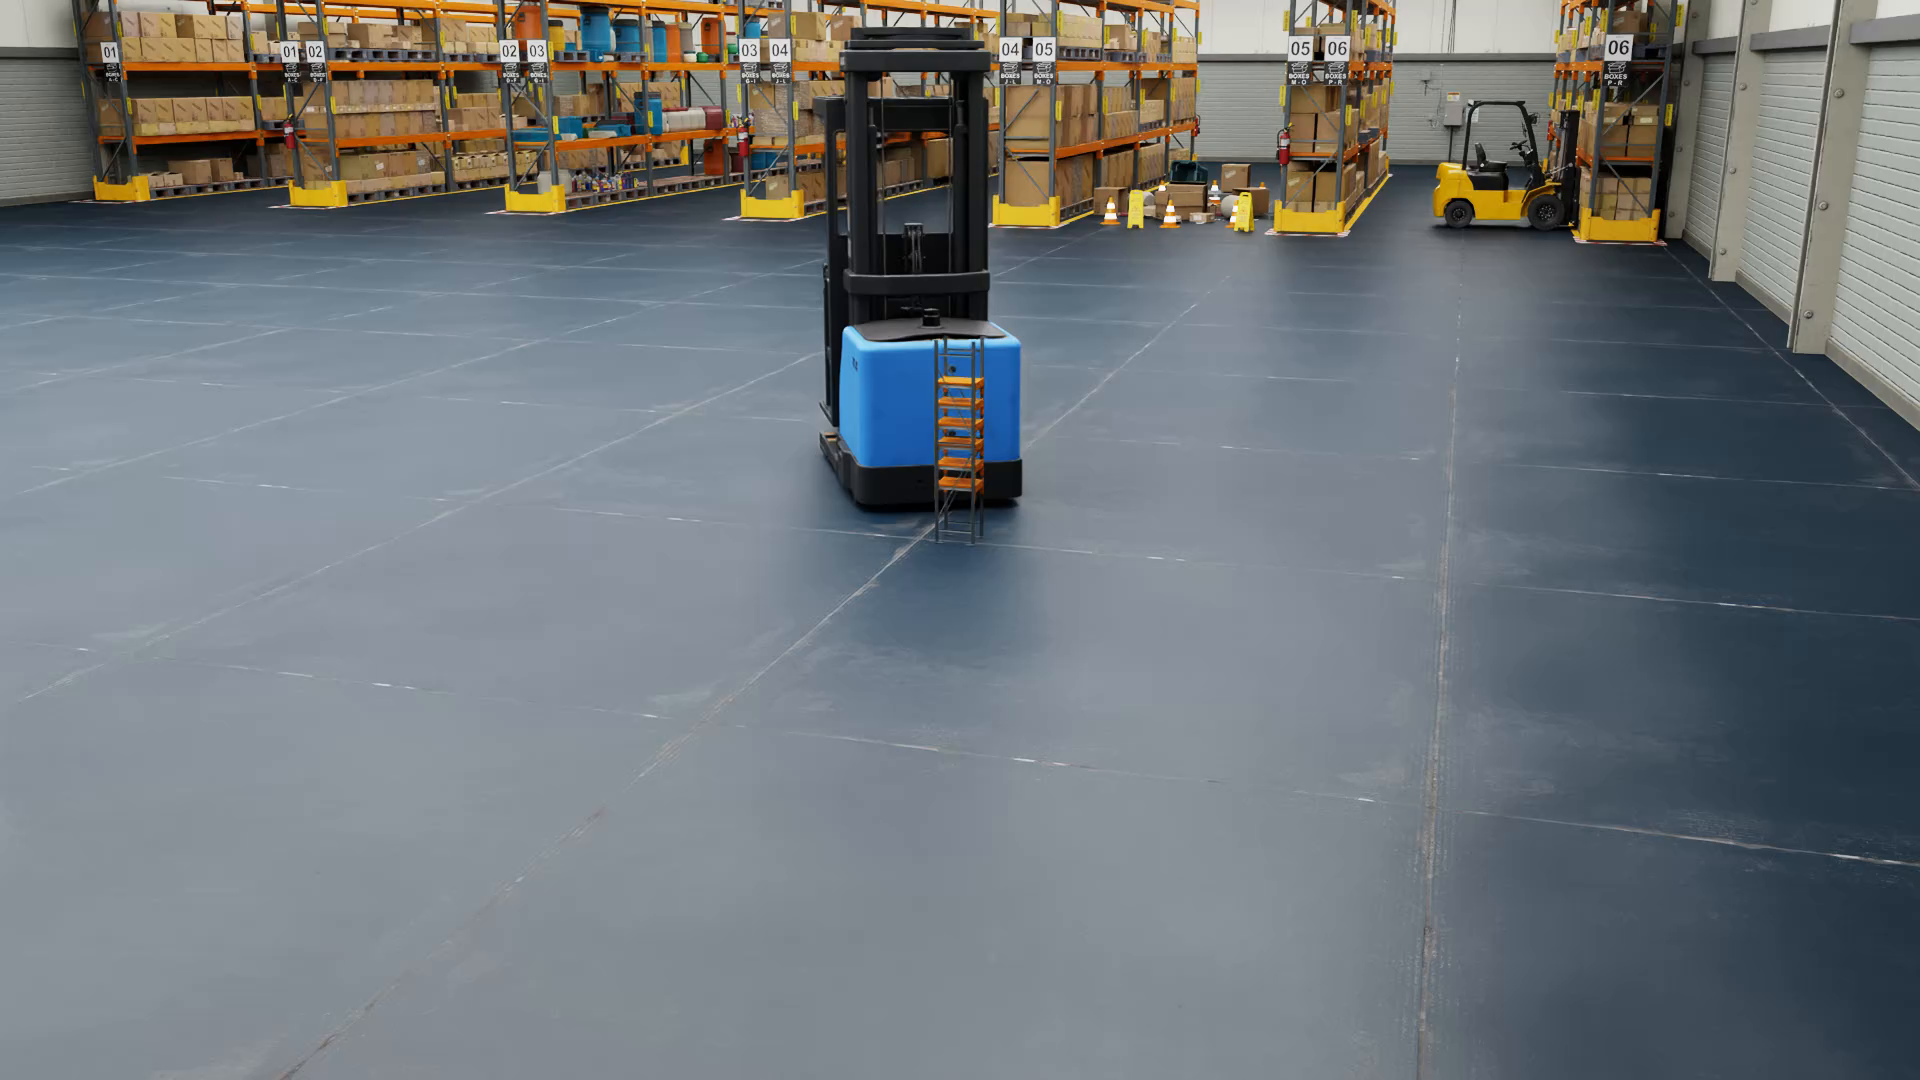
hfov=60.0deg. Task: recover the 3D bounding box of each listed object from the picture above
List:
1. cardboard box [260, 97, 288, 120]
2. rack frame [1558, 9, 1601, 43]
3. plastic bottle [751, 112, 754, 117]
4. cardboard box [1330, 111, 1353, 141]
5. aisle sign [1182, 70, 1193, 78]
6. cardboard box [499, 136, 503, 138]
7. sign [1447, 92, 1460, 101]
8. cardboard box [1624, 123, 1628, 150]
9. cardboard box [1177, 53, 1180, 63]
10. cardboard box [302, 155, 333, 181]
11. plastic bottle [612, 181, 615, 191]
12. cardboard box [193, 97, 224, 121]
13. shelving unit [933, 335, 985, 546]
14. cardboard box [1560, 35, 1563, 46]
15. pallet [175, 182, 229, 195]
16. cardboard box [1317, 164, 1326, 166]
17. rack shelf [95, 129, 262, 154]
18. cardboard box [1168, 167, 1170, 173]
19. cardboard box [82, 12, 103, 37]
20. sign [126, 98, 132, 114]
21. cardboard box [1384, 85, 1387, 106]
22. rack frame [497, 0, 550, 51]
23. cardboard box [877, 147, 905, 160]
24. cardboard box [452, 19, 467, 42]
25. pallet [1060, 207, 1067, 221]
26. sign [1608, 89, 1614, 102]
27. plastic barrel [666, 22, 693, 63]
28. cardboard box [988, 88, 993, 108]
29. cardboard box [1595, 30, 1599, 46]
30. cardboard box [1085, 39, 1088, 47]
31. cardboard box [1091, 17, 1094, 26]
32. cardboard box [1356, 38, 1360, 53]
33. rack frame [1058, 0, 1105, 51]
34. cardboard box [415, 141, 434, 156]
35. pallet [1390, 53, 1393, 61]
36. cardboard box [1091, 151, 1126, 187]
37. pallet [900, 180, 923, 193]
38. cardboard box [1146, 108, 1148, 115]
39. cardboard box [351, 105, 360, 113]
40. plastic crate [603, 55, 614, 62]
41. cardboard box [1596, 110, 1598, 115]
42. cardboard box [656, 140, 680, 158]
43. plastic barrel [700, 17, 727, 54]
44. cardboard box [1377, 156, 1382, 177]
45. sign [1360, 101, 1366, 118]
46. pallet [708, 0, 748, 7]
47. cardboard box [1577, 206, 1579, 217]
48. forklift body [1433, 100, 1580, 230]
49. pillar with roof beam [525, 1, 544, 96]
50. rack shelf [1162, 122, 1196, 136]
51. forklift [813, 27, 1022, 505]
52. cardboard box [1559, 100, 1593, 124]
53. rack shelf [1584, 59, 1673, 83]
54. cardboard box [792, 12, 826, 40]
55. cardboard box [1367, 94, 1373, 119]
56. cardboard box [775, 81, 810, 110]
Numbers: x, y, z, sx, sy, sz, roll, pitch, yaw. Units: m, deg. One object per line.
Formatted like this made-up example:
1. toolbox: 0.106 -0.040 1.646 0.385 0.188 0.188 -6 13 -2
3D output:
1. cardboard box: -16.307 -10.230 39.411 0.700 0.500 0.500 6 17 22
2. rack frame: 15.269 -13.415 40.635 1.000 3.000 0.127 5 16 16
3. plastic bottle: -5.139 -10.441 41.235 0.144 0.351 0.185 5 16 16
4. cardboard box: 6.650 -7.290 29.305 0.500 0.500 0.500 4 16 15
5. aisle sign: 6.043 -12.517 43.698 0.394 0.787 0.004 5 16 16
6. cardboard box: -13.277 -11.840 48.698 0.380 0.149 0.250 5 17 17
7. sign: 14.067 -12.645 47.399 0.339 0.242 0.001 5 16 16
8. cardboard box: 11.256 -6.637 27.550 0.500 0.500 0.500 5 17 18
9. cardboard box: 5.116 -11.827 40.809 0.500 0.250 0.500 4 16 15
10. cardboard box: -13.169 -7.668 34.262 0.500 0.500 0.500 5 16 16
11. plastic bottle: -7.262 -7.391 34.711 0.097 0.201 0.097 0 16 0
12. cardboard box: -16.778 -9.583 36.982 0.500 0.500 0.500 4 16 14
13. shelving unit: -0.004 -0.573 9.652 0.258 1.200 0.189 5 16 16
14. cardboard box: 14.610 -11.923 39.685 0.500 0.250 0.500 4 16 15
15. pallet: -17.152 -7.854 37.133 1.003 0.211 1.213 5 16 16
16. cardboard box: 6.531 -6.739 30.987 0.500 0.500 0.500 5 17 18
17. rack shelf: -17.218 -8.825 36.764 1.077 0.370 4.000 5 16 16
18. cardboard box: 5.009 -9.125 40.958 0.380 0.149 0.250 4 16 13
19. cardboard box: -17.915 -10.763 34.729 0.500 0.500 0.500 5 17 18
20. sign: -17.267 -9.022 34.555 0.100 0.325 0.005 5 16 16
21. cardboard box: 10.046 -10.766 40.275 0.500 0.500 0.500 5 17 17
22. rack frame: -8.288 -10.766 31.294 1.000 3.000 0.127 5 16 16
23. cardboard box: -1.569 -8.641 37.198 0.500 0.250 0.500 7 17 22
24. cardboard box: -11.547 -11.554 37.701 0.500 0.500 0.500 6 17 21
25. pallet: 1.340 -5.958 30.449 1.003 0.211 1.213 5 16 16
26. sign: 14.665 -9.998 37.458 0.100 0.325 0.005 5 16 16
27. plastic barrel: -6.456 -11.459 38.316 0.600 0.901 0.600 0 16 0
28. cardboard box: 0.543 -11.437 43.010 0.500 0.500 0.500 4 16 14
29. cardboard box: 11.146 -8.653 28.637 0.396 0.266 0.258 4 16 15
30. cardboard box: 2.167 -9.250 30.954 0.380 0.149 0.250 4 16 15
31. cardboard box: 2.311 -9.769 31.325 0.380 0.149 0.250 5 17 17
32. cardboard box: 6.800 -8.753 29.423 0.500 0.250 0.500 5 17 17
33. rack frame: 2.324 -11.017 32.180 1.000 3.000 0.127 5 16 16
34. cardboard box: -14.686 -10.542 44.670 0.750 0.750 0.750 5 17 18
35. pallet: 10.308 -12.119 41.723 1.003 0.211 1.213 5 16 16
36. cardboard box: 2.956 -7.916 35.594 1.050 0.750 0.750 5 17 17
37. pallet: -1.489 -8.043 37.798 1.003 0.211 1.213 5 16 16
38. cardboard box: 4.081 -9.785 37.976 0.380 0.149 0.250 5 16 16
39. cardboard box: -12.574 -8.845 34.145 0.380 0.149 0.250 5 16 16
40. plastic crate: -7.220 -9.791 33.838 0.243 0.136 0.396 5 16 16
41. cardboard box: 10.710 -7.094 27.426 0.380 0.149 0.250 5 17 17
42. cardboard box: -8.408 -11.298 47.941 0.500 0.500 0.500 5 16 16
43. plastic barrel: -5.851 -11.973 39.490 0.600 0.830 0.708 5 16 16
44. cardboard box: 9.653 -8.992 39.960 0.875 0.438 0.875 4 16 15
45. sign: 7.621 -8.150 31.479 0.100 0.325 0.005 5 16 16
46. pallet: -5.780 -12.762 39.411 1.213 0.211 1.003 5 16 16
47. cardboard box: 10.980 -5.767 28.934 0.500 0.250 0.500 5 17 18
48. forklift body: 9.512 -6.572 29.059 2.313 2.155 1.214 5 16 16
49. pillar with roof beam: -9.174 -16.160 50.311 9.100 9.000 0.400 5 16 16
50. rack shelf: 5.166 -10.401 42.321 1.077 0.370 4.000 5 16 16
51. forklift: -0.401 -1.986 11.459 1.130 2.935 3.031 -3 16 -11
52. cardboard box: 13.410 -9.283 36.107 0.700 0.500 0.500 5 16 16
53. rack shelf: 11.290 -7.963 28.229 1.077 0.370 4.000 5 16 16
54. cardboard box: -2.859 -9.738 31.522 0.500 0.500 0.500 5 16 16
55. cardboard box: 8.373 -9.073 34.822 0.500 0.500 0.500 4 16 14
56. cardboard box: -3.122 -8.291 31.001 0.500 0.500 0.500 5 16 16
